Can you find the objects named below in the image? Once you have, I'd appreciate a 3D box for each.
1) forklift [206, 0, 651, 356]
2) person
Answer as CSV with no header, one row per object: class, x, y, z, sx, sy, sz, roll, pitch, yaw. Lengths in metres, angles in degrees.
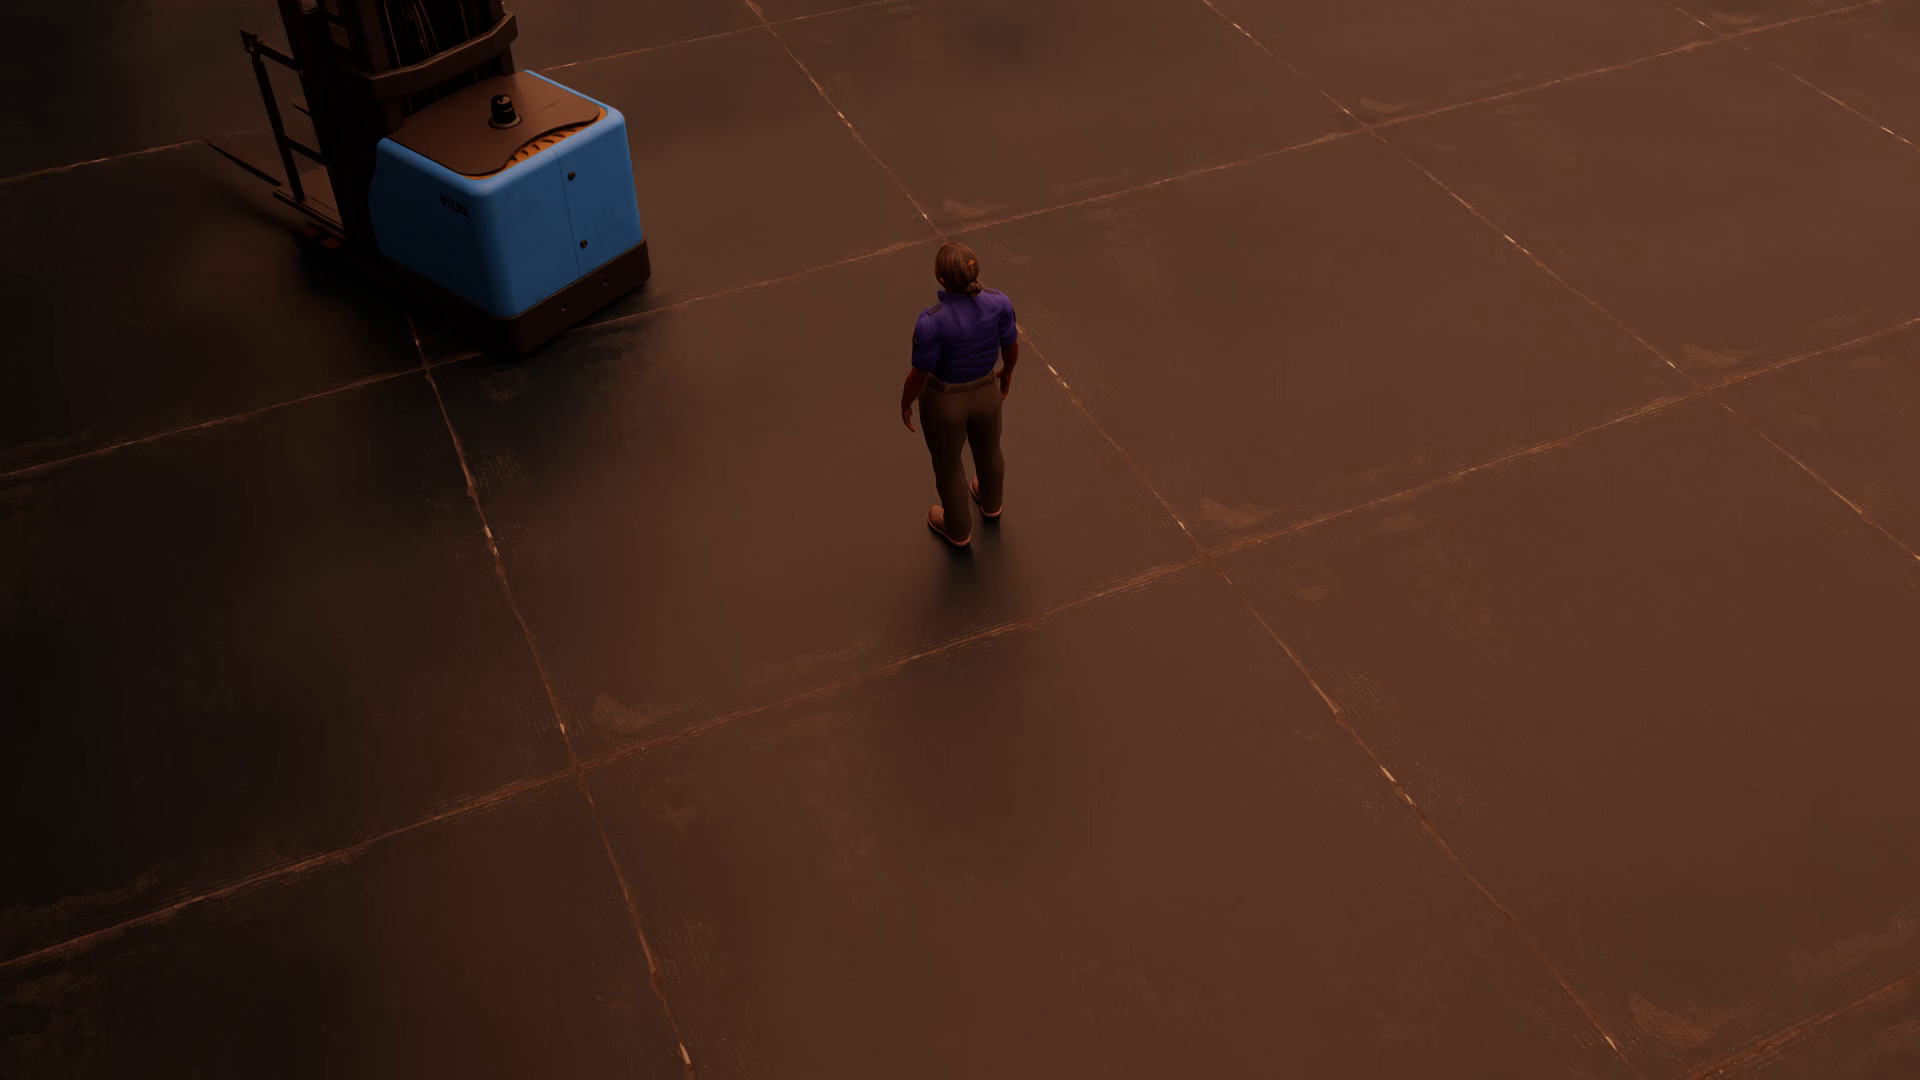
forklift,-3.199,-2.881,8.767,3.031,2.935,1.130,29,50,27
person,-0.019,-0.670,7.323,0.570,1.656,0.503,-18,46,-18
